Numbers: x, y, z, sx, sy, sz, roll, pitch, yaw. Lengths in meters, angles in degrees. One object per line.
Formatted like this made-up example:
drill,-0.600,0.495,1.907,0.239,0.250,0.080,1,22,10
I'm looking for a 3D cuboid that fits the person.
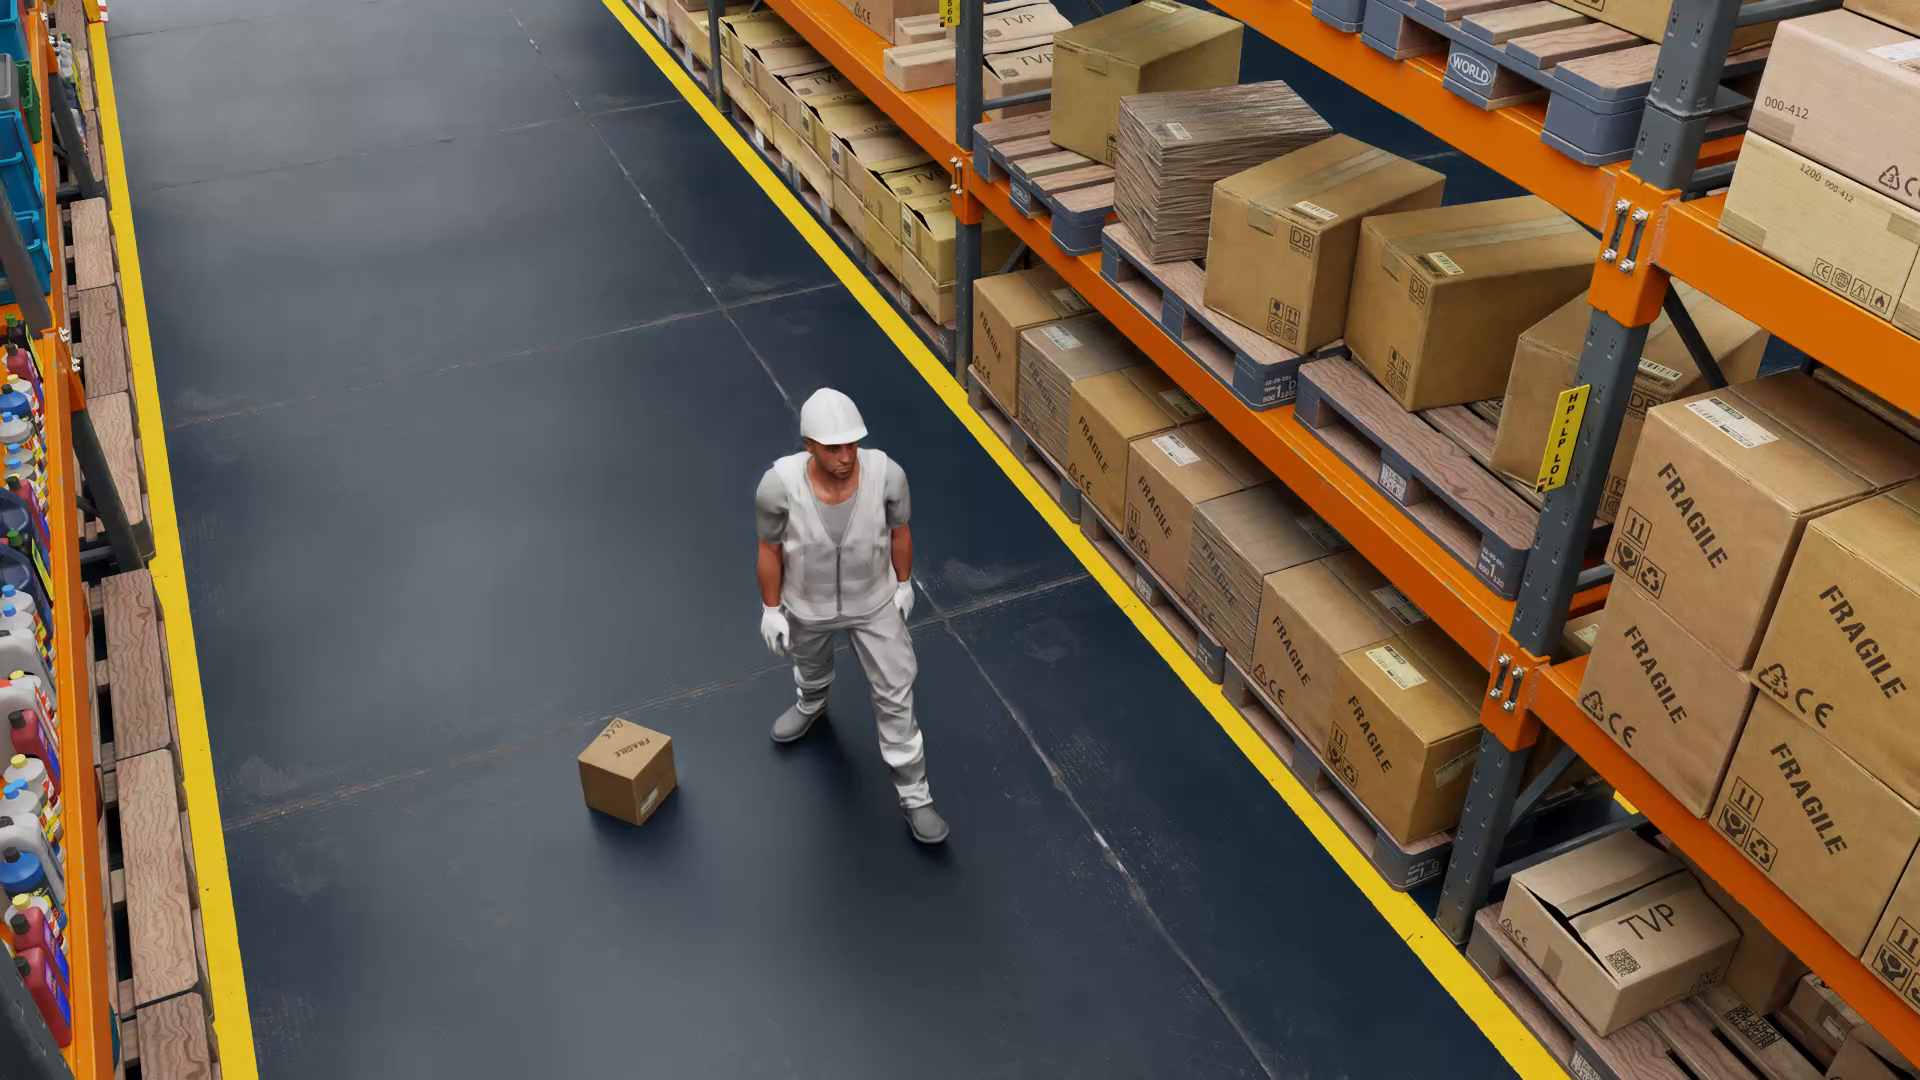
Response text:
person,-0.396,0.226,5.828,0.634,1.753,0.904,-4,37,-5
